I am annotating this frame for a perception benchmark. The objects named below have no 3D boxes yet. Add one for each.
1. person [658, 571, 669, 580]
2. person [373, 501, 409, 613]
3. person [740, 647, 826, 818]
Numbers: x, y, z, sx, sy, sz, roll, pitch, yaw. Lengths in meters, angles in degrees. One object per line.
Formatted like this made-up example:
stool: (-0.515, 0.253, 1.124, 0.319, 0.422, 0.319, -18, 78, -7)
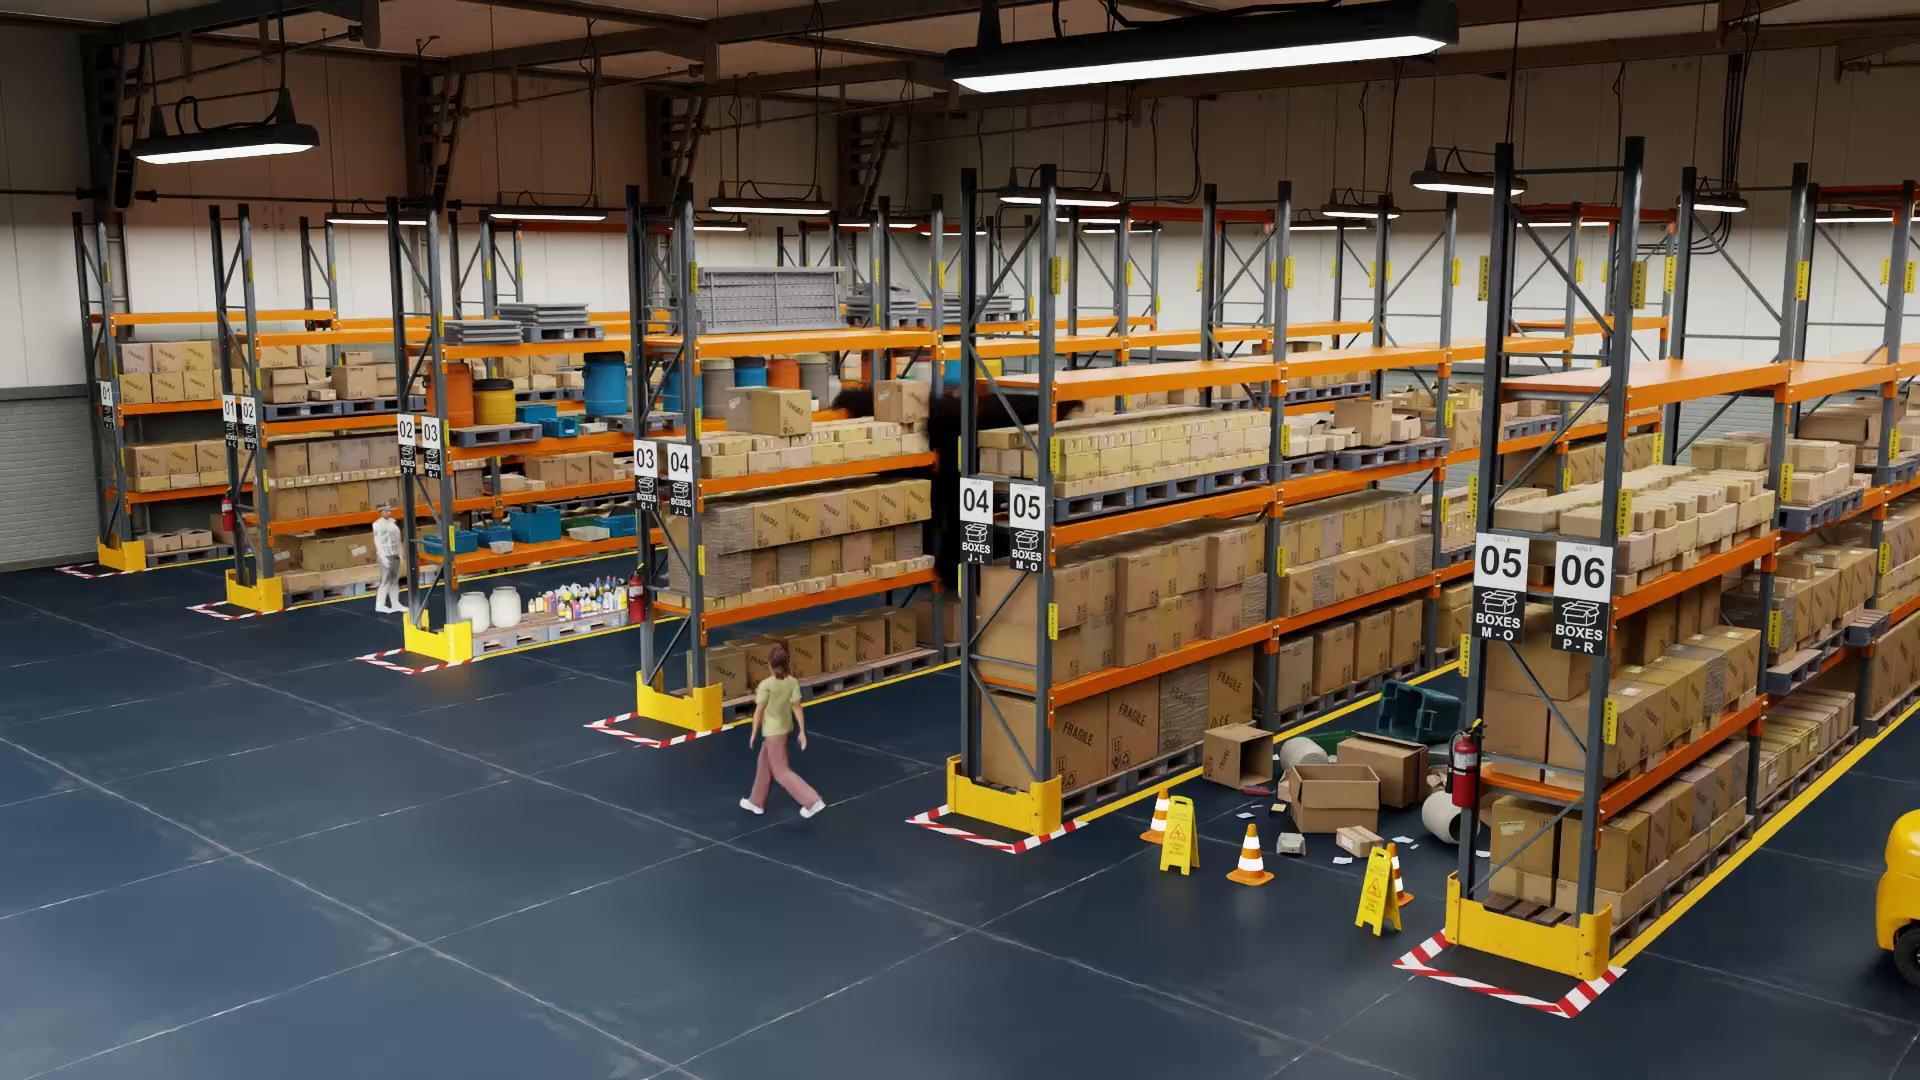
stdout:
person: (-4.462, -0.206, 27.233, 0.683, 1.727, 1.045, 8, 12, 39)
person: (-8.477, 0.251, 24.731, 0.446, 1.689, 0.499, 1, 10, 4)
person: (-1.685, 1.808, 15.489, 0.983, 1.640, 0.426, 3, 10, 17)
